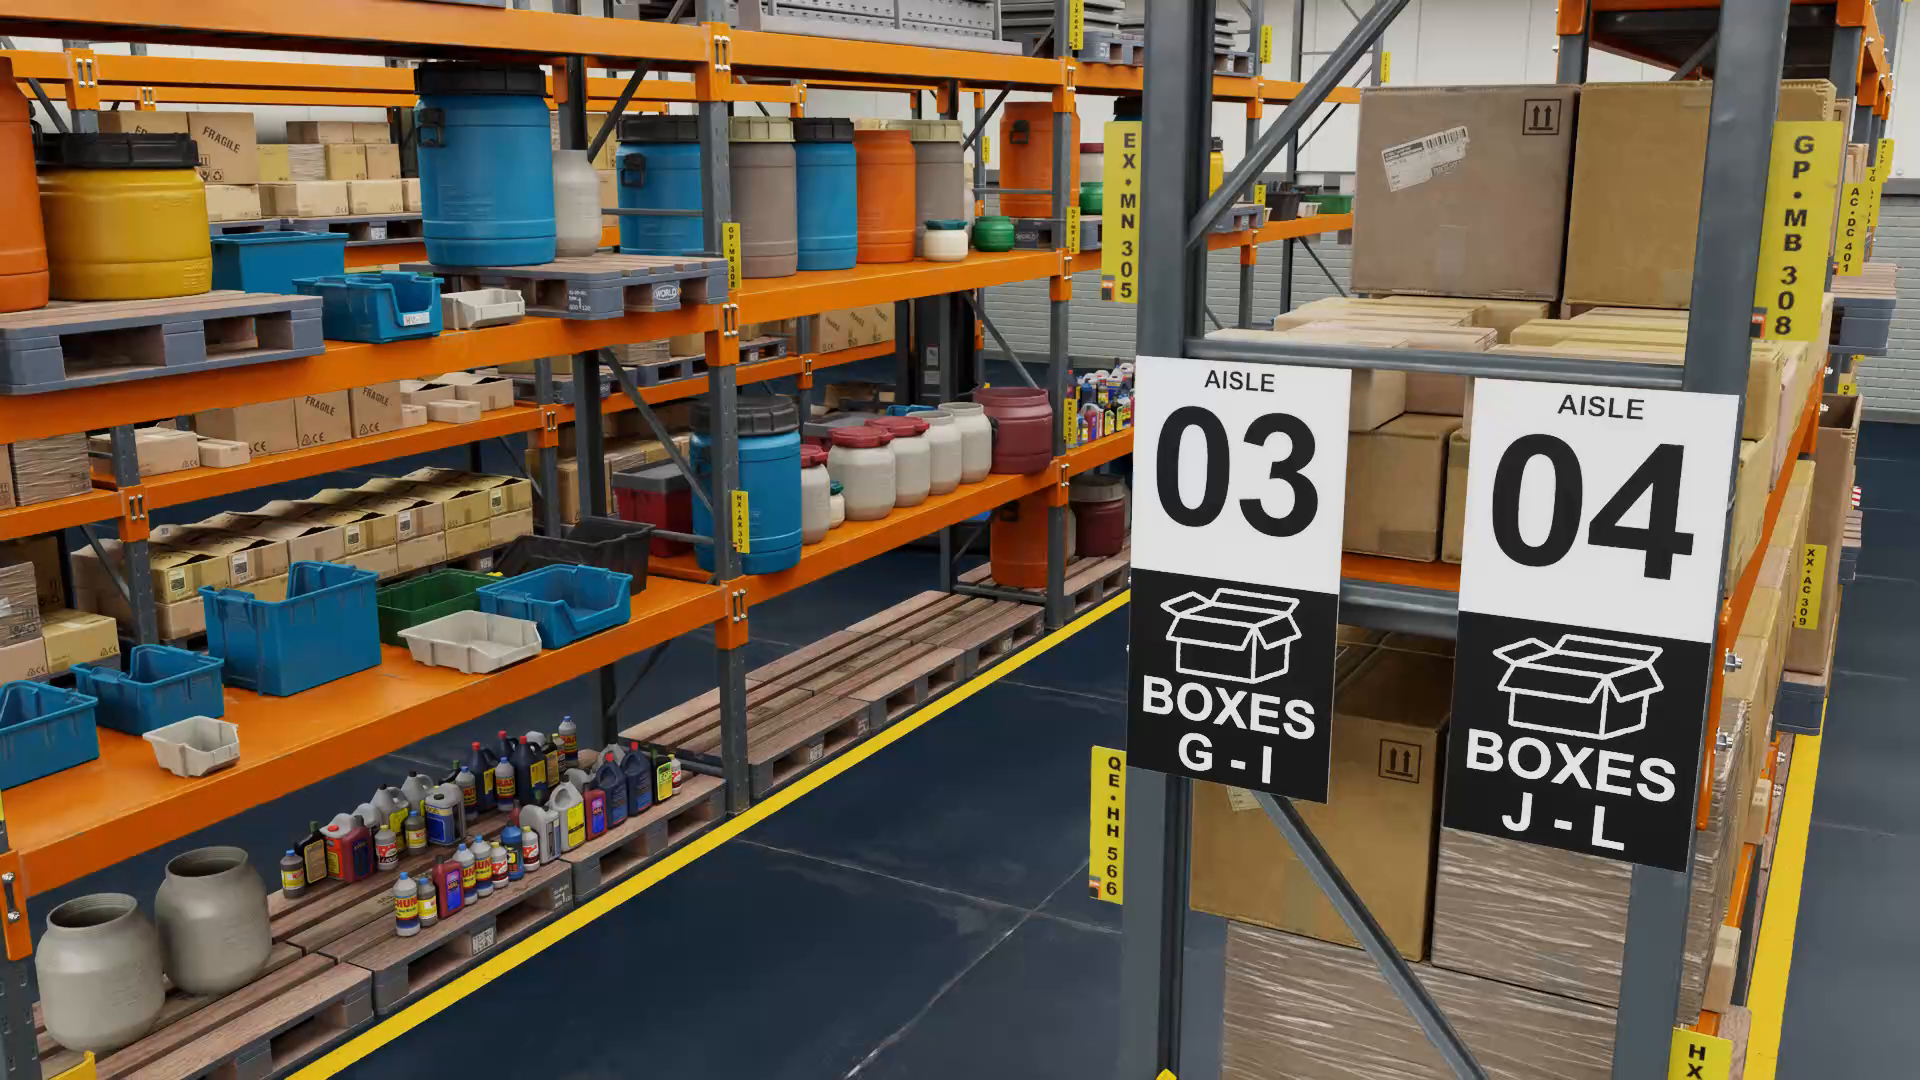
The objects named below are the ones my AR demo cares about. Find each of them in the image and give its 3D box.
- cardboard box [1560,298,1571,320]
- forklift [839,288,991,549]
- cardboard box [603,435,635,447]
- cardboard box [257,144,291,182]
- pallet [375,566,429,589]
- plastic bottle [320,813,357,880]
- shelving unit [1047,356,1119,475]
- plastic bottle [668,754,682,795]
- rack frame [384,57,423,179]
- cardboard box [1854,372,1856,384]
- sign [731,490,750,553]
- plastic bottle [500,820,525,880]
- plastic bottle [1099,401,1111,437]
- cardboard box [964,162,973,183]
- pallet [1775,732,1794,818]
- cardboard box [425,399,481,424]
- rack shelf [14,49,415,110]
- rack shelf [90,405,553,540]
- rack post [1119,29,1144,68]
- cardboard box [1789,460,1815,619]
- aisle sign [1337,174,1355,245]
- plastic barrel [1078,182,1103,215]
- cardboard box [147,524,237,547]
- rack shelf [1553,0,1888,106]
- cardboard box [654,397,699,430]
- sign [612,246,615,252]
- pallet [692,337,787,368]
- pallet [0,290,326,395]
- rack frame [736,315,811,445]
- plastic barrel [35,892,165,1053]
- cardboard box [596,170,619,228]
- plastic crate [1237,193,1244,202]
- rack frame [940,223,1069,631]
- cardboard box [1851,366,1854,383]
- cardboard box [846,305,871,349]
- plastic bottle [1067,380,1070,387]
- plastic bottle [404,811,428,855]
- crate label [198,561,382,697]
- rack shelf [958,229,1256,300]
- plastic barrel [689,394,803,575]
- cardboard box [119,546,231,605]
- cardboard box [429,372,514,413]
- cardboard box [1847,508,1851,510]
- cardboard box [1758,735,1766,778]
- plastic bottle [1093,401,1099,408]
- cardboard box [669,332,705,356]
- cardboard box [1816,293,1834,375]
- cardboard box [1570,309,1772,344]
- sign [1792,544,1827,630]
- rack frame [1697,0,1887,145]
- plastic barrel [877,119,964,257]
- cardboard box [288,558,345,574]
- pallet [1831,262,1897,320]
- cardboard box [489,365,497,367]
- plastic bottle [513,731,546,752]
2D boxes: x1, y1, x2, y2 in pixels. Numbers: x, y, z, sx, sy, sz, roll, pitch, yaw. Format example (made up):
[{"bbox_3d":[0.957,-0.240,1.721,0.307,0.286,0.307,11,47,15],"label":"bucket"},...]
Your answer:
[{"bbox_3d":[1.453,-0.631,4.538,0.380,0.149,0.250,7,15,25],"label":"cardboard box"},{"bbox_3d":[-0.640,-1.458,15.045,3.031,2.935,1.130,3,14,12],"label":"forklift"},{"bbox_3d":[-3.522,-0.731,16.275,0.500,0.500,0.500,7,15,26],"label":"cardboard box"},{"bbox_3d":[-7.684,-4.021,17.977,0.700,0.500,0.500,8,16,31],"label":"cardboard box"},{"bbox_3d":[-5.042,0.362,13.297,1.003,0.211,1.213,7,15,28],"label":"pallet"},{"bbox_3d":[-2.902,1.431,7.786,0.152,0.276,0.135,8,15,28],"label":"plastic bottle"},{"bbox_3d":[1.180,-0.951,15.995,0.538,1.500,1.048,4,14,14],"label":"shelving unit"},{"bbox_3d":[-1.521,1.232,8.773,0.097,0.201,0.097,0,14,0],"label":"plastic bottle"},{"bbox_3d":[-6.424,-5.705,19.713,1.000,3.000,0.127,7,15,28],"label":"rack frame"},{"bbox_3d":[8.266,-1.537,15.760,0.380,0.149,0.250,8,16,29],"label":"cardboard box"},{"bbox_3d":[-1.142,-0.095,8.652,0.100,0.325,0.005,7,15,28],"label":"sign"},{"bbox_3d":[-2.091,1.439,7.762,0.097,0.271,0.097,0,14,0],"label":"plastic bottle"},{"bbox_3d":[1.136,-0.958,13.072,0.061,0.283,0.133,7,15,28],"label":"plastic bottle"},{"bbox_3d":[-0.177,-4.543,20.546,0.500,0.250,0.500,7,15,28],"label":"cardboard box"},{"bbox_3d":[4.272,1.232,9.691,1.003,0.211,1.213,7,15,28],"label":"pallet"},{"bbox_3d":[-4.212,-1.069,13.821,0.380,0.149,0.250,7,15,28],"label":"cardboard box"},{"bbox_3d":[-4.986,-3.369,12.413,1.077,0.370,4.000,7,15,28],"label":"rack shelf"},{"bbox_3d":[-4.986,-0.647,13.069,1.077,0.370,4.000,7,15,28],"label":"rack shelf"},{"bbox_3d":[1.382,-3.910,13.333,0.937,0.300,0.954,9,16,34],"label":"rack post"},{"bbox_3d":[2.741,-0.019,5.948,0.500,0.500,0.500,7,15,28],"label":"cardboard box"},{"bbox_3d":[4.474,-3.732,18.783,0.394,0.787,0.004,7,15,28],"label":"aisle sign"},{"bbox_3d":[1.029,-2.624,12.767,0.294,0.245,0.294,0,14,0],"label":"plastic barrel"},{"bbox_3d":[-5.762,0.050,12.416,0.500,0.311,0.500,8,16,30],"label":"cardboard box"},{"bbox_3d":[3.684,-2.246,7.754,1.077,0.370,4.000,7,15,28],"label":"rack shelf"},{"bbox_3d":[-3.016,-1.314,17.097,0.500,0.250,0.500,7,15,28],"label":"cardboard box"},{"bbox_3d":[-4.973,-4.133,23.975,0.100,0.325,0.005,7,15,28],"label":"sign"},{"bbox_3d":[-2.567,-1.983,17.485,1.003,0.211,1.213,7,15,28],"label":"pallet"},{"bbox_3d":[-3.067,-0.729,5.877,1.003,0.211,1.213,7,15,28],"label":"pallet"},{"bbox_3d":[-2.085,-2.228,18.091,1.000,3.000,0.127,7,15,28],"label":"rack frame"},{"bbox_3d":[-3.301,1.658,6.386,0.421,0.512,0.421,0,14,0],"label":"plastic barrel"},{"bbox_3d":[-3.591,-3.112,15.145,0.910,0.500,0.500,7,15,28],"label":"cardboard box"},{"bbox_3d":[2.841,-3.467,17.085,0.437,0.282,0.530,7,15,28],"label":"plastic crate"},{"bbox_3d":[0.315,-0.845,12.356,1.000,3.000,0.127,7,15,28],"label":"rack frame"},{"bbox_3d":[7.286,-1.345,14.113,0.500,0.250,0.500,7,15,28],"label":"cardboard box"},{"bbox_3d":[-1.356,-2.456,18.822,0.500,0.500,0.500,8,16,29],"label":"cardboard box"},{"bbox_3d":[0.897,-1.213,14.129,0.061,0.283,0.133,7,15,28],"label":"plastic bottle"},{"bbox_3d":[-2.632,1.409,8.036,0.097,0.201,0.097,0,14,0],"label":"plastic bottle"},{"bbox_3d":[-2.899,0.371,7.237,0.502,0.435,0.616,7,15,28],"label":"crate label"},{"bbox_3d":[1.282,-2.364,13.791,1.077,0.370,4.000,7,15,28],"label":"rack shelf"},{"bbox_3d":[-1.166,-0.313,9.080,0.600,0.901,0.708,7,15,28],"label":"plastic barrel"},{"bbox_3d":[-5.535,0.217,11.725,0.500,0.311,0.500,7,15,28],"label":"cardboard box"},{"bbox_3d":[-4.233,-1.294,14.409,0.500,0.311,0.500,9,16,32],"label":"cardboard box"},{"bbox_3d":[5.441,0.223,11.561,1.225,0.875,0.875,7,15,28],"label":"cardboard box"},{"bbox_3d":[2.742,0.786,6.124,0.380,0.149,0.250,7,15,28],"label":"cardboard box"},{"bbox_3d":[1.058,-0.957,13.096,0.097,0.271,0.097,0,14,0],"label":"plastic bottle"},{"bbox_3d":[-2.885,-2.111,16.498,0.700,0.500,0.500,3,14,14],"label":"cardboard box"},{"bbox_3d":[2.726,-0.726,5.780,0.500,0.250,0.500,8,16,30],"label":"cardboard box"},{"bbox_3d":[1.538,-0.408,3.612,0.380,0.149,0.250,8,16,30],"label":"cardboard box"},{"bbox_3d":[3.196,0.176,6.274,0.100,0.325,0.005,7,15,28],"label":"sign"},{"bbox_3d":[4.651,-3.201,9.325,1.000,3.000,0.127,7,15,28],"label":"rack frame"},{"bbox_3d":[-0.272,-2.403,11.349,0.600,0.901,0.600,0,14,0],"label":"plastic barrel"},{"bbox_3d":[-5.045,0.280,12.659,0.500,0.250,0.500,7,15,26],"label":"cardboard box"},{"bbox_3d":[3.608,-1.158,7.654,1.213,0.211,1.003,7,15,28],"label":"pallet"},{"bbox_3d":[-5.727,-2.022,21.674,0.700,0.500,0.500,7,15,27],"label":"cardboard box"},{"bbox_3d":[-2.289,1.171,8.867,0.152,0.276,0.135,8,16,30],"label":"plastic bottle"}]
